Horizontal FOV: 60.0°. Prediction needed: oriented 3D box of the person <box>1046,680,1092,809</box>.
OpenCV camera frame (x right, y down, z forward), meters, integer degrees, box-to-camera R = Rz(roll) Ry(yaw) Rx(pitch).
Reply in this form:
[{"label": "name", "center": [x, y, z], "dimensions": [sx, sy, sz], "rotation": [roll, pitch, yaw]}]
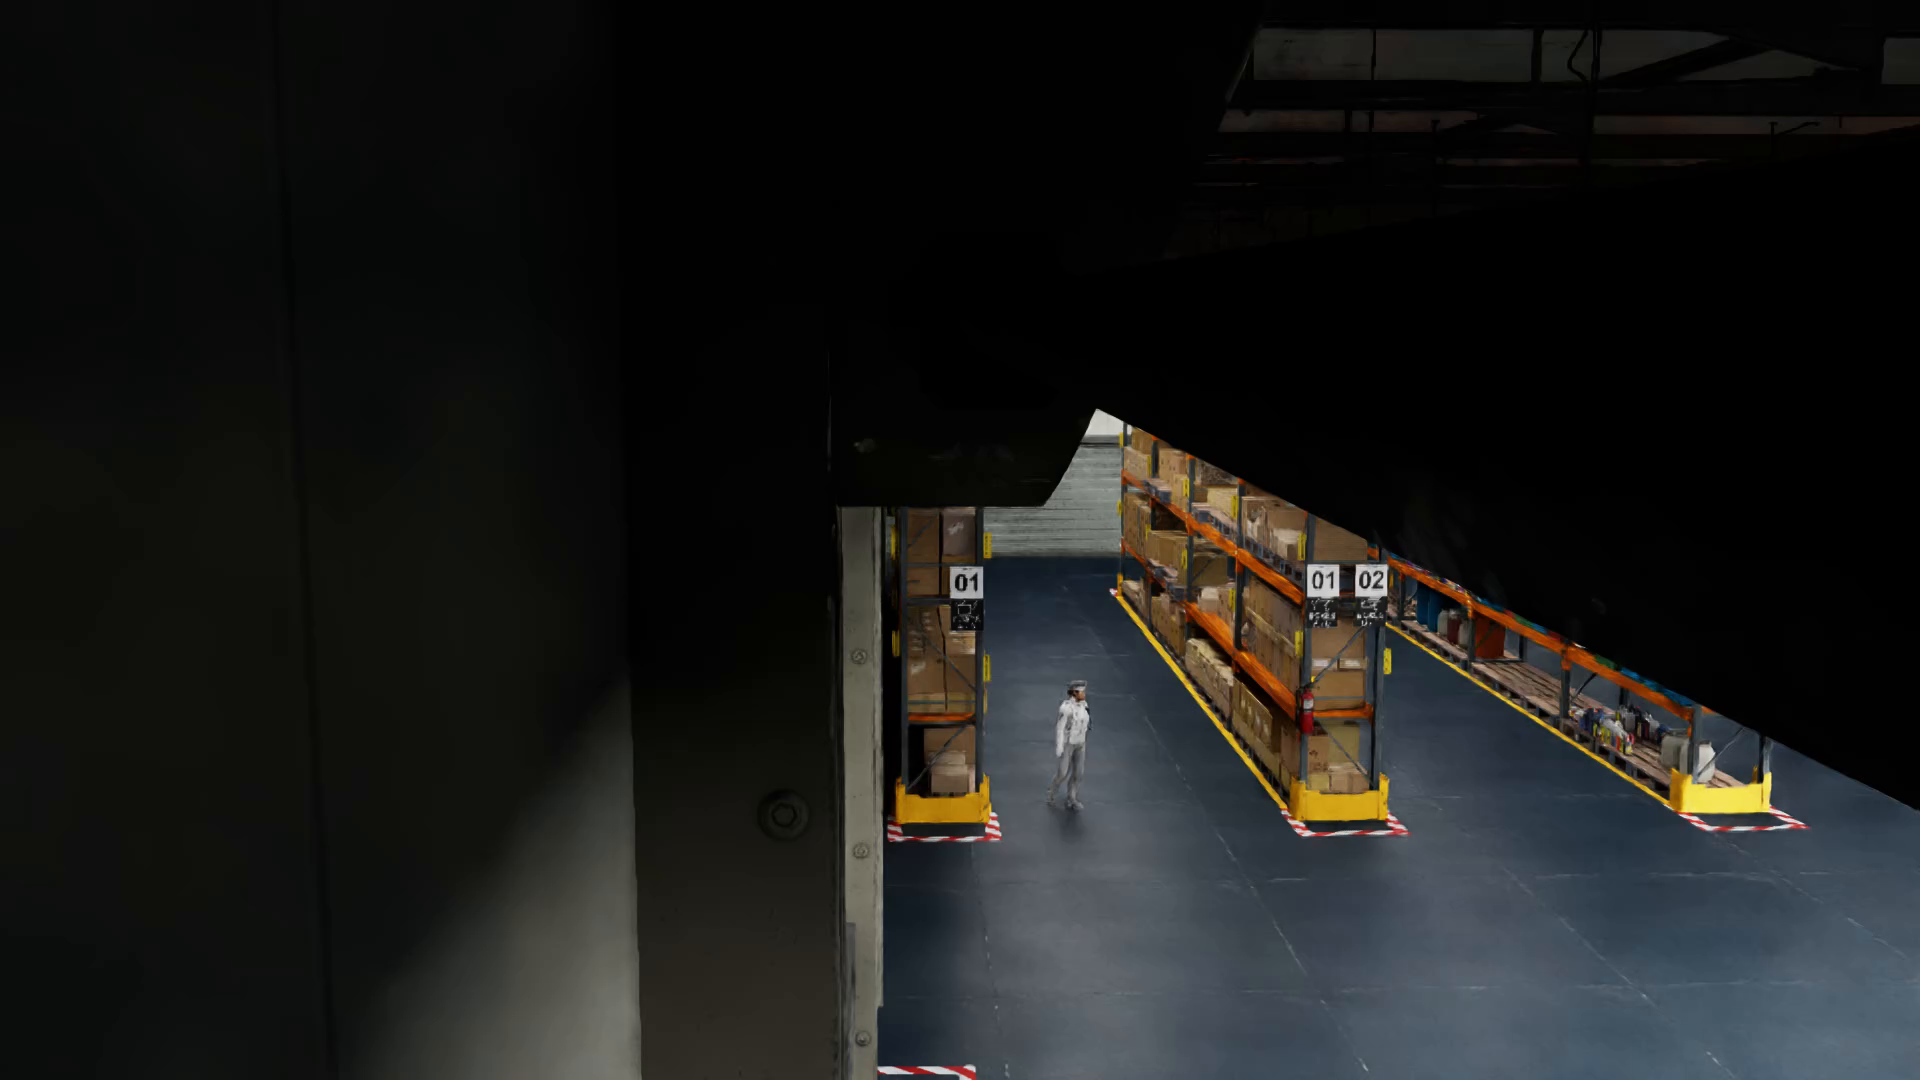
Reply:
[{"label": "person", "center": [1.369, 2.568, 21.088], "dimensions": [0.522, 1.652, 0.534], "rotation": [-6, 10, -38]}]
